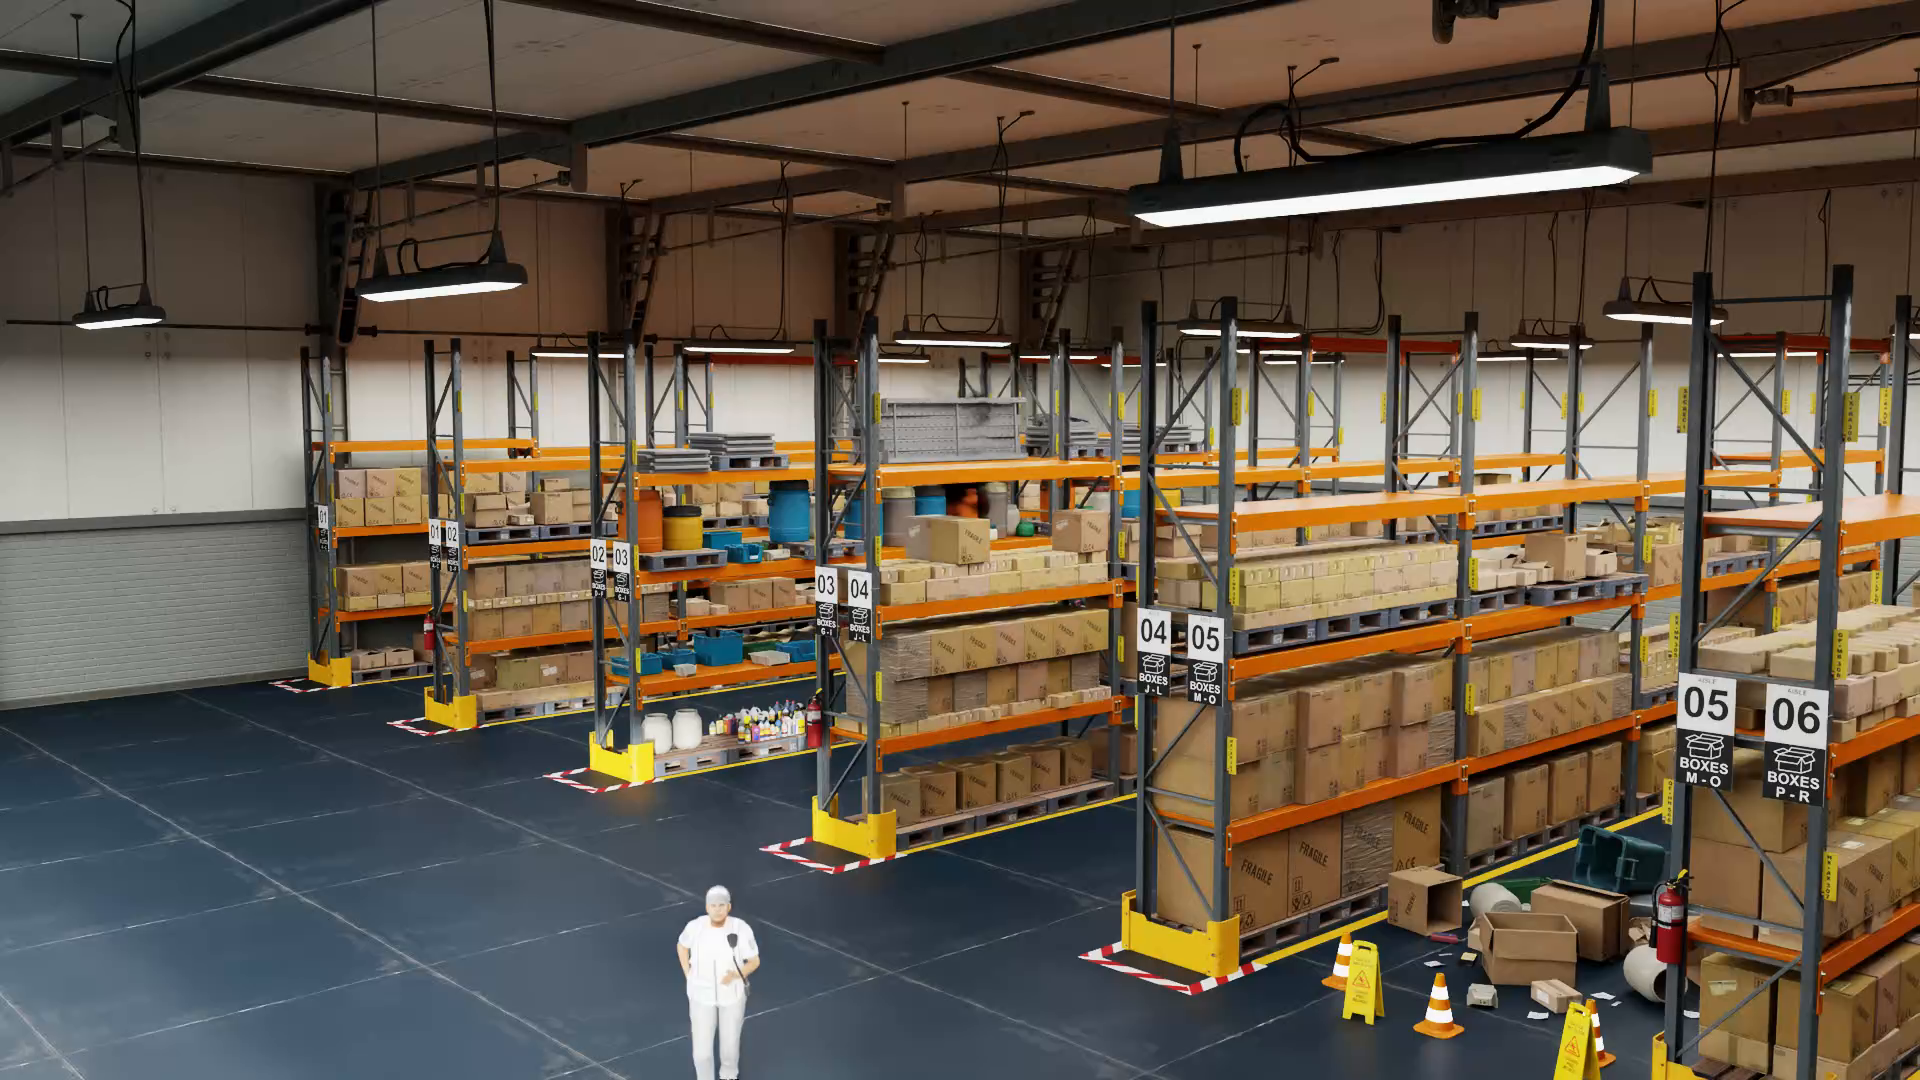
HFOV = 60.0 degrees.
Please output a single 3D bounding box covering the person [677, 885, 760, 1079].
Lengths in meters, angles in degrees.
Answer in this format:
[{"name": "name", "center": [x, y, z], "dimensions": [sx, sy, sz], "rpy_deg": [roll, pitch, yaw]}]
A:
[{"name": "person", "center": [-1.723, 3.315, 11.875], "dimensions": [0.592, 1.736, 0.659], "rpy_deg": [-1, 5, -7]}]
